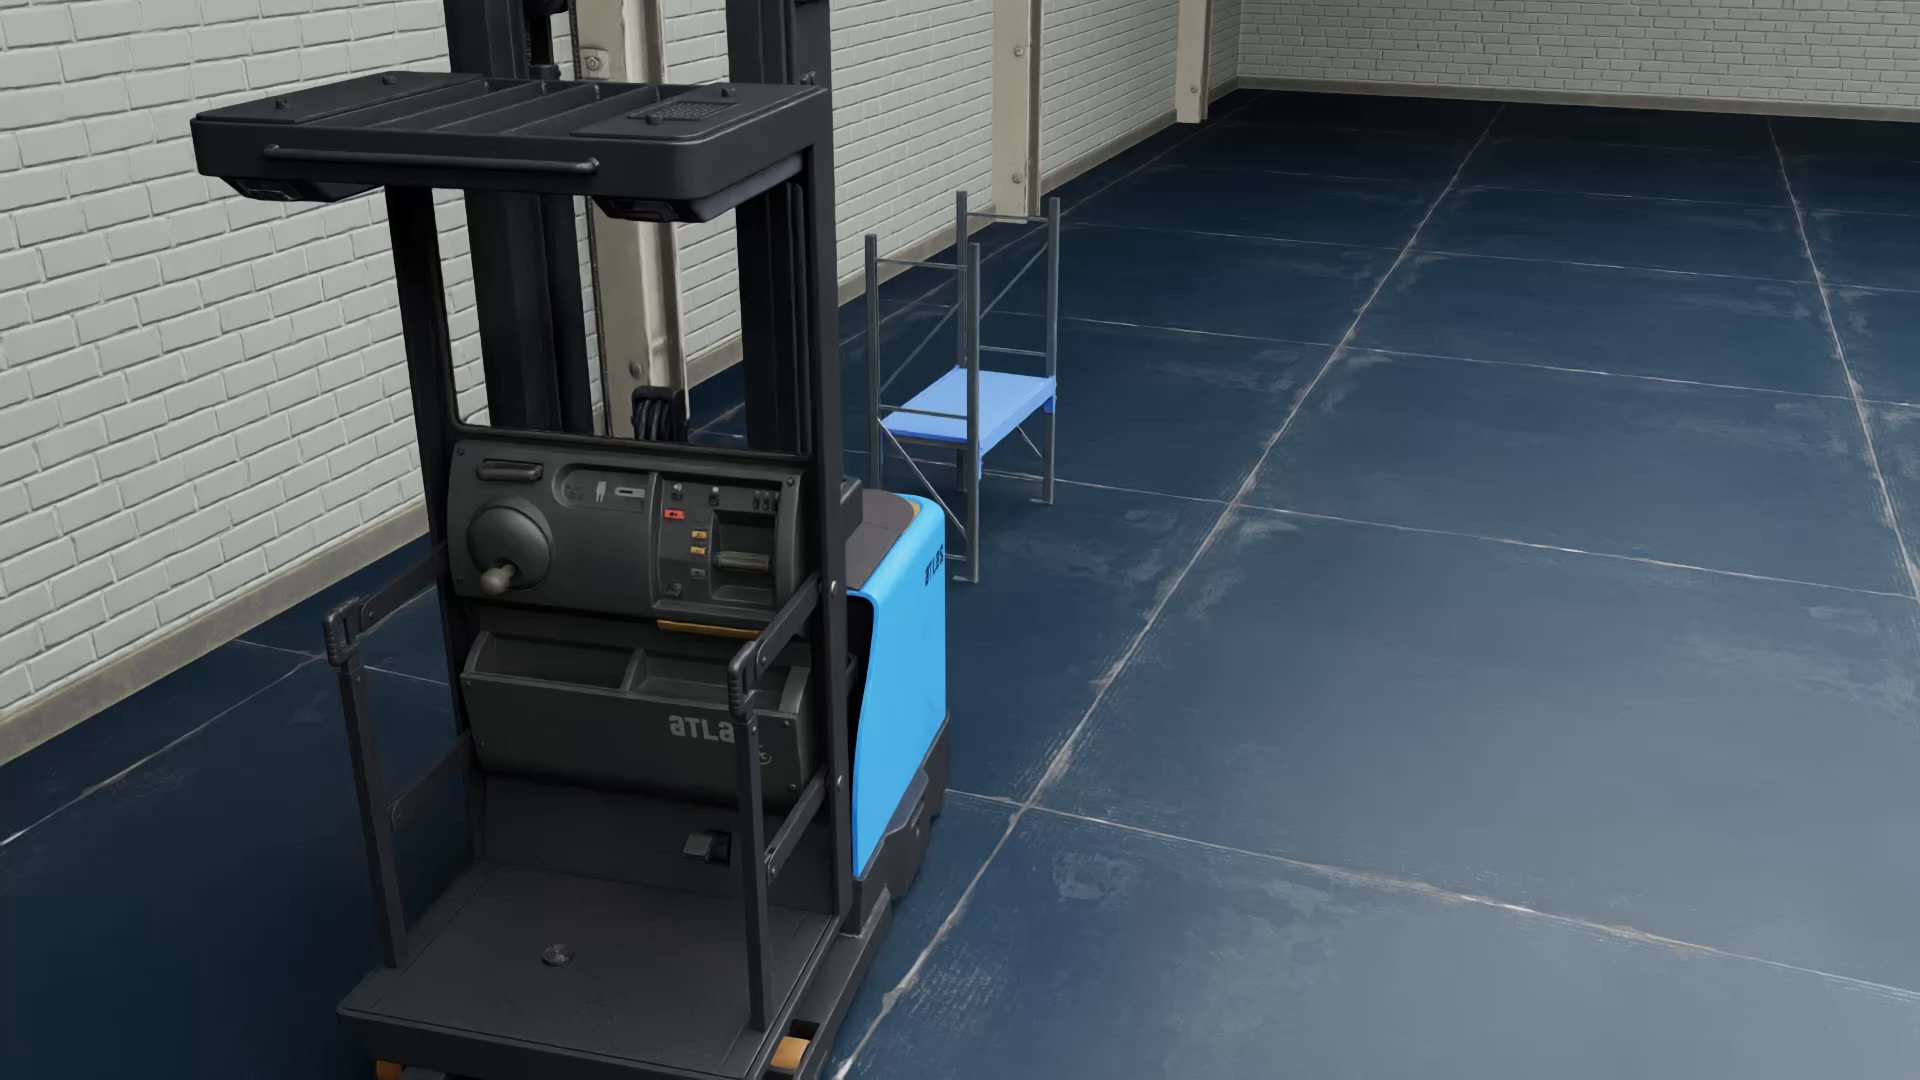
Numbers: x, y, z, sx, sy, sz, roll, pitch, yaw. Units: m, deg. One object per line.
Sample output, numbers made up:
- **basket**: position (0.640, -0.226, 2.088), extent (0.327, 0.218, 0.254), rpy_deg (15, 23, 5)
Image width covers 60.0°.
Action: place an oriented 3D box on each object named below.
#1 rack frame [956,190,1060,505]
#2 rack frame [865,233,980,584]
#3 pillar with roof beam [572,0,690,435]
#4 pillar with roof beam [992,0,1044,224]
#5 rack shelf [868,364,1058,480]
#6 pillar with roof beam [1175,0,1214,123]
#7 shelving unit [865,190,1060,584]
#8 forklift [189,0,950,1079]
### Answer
- **rack frame**: position (0.221, -0.904, 7.970), extent (0.500, 1.500, 0.032), rpy_deg (9, 24, 20)
- **rack frame**: position (-0.157, -0.541, 7.098), extent (0.500, 1.500, 0.032), rpy_deg (9, 24, 20)
- **pillar with roof beam**: position (2.255, -4.189, 6.103), extent (9.100, 9.000, 0.400), rpy_deg (9, 24, 20)
- **pillar with roof beam**: position (4.484, -6.336, 11.243), extent (9.100, 9.000, 0.400), rpy_deg (9, 24, 20)
- **rack shelf**: position (0.032, -0.557, 7.603), extent (0.538, 0.185, 1.000), rpy_deg (9, 24, 20)
- **pillar with roof beam**: position (6.713, -8.483, 16.383), extent (9.100, 9.000, 0.400), rpy_deg (9, 24, 20)
- **shelving unit**: position (0.032, -0.723, 7.534), extent (0.538, 1.500, 1.048), rpy_deg (9, 24, 20)
- **forklift**: position (-0.892, 0.004, 3.938), extent (1.130, 2.935, 3.031), rpy_deg (6, 23, 13)
